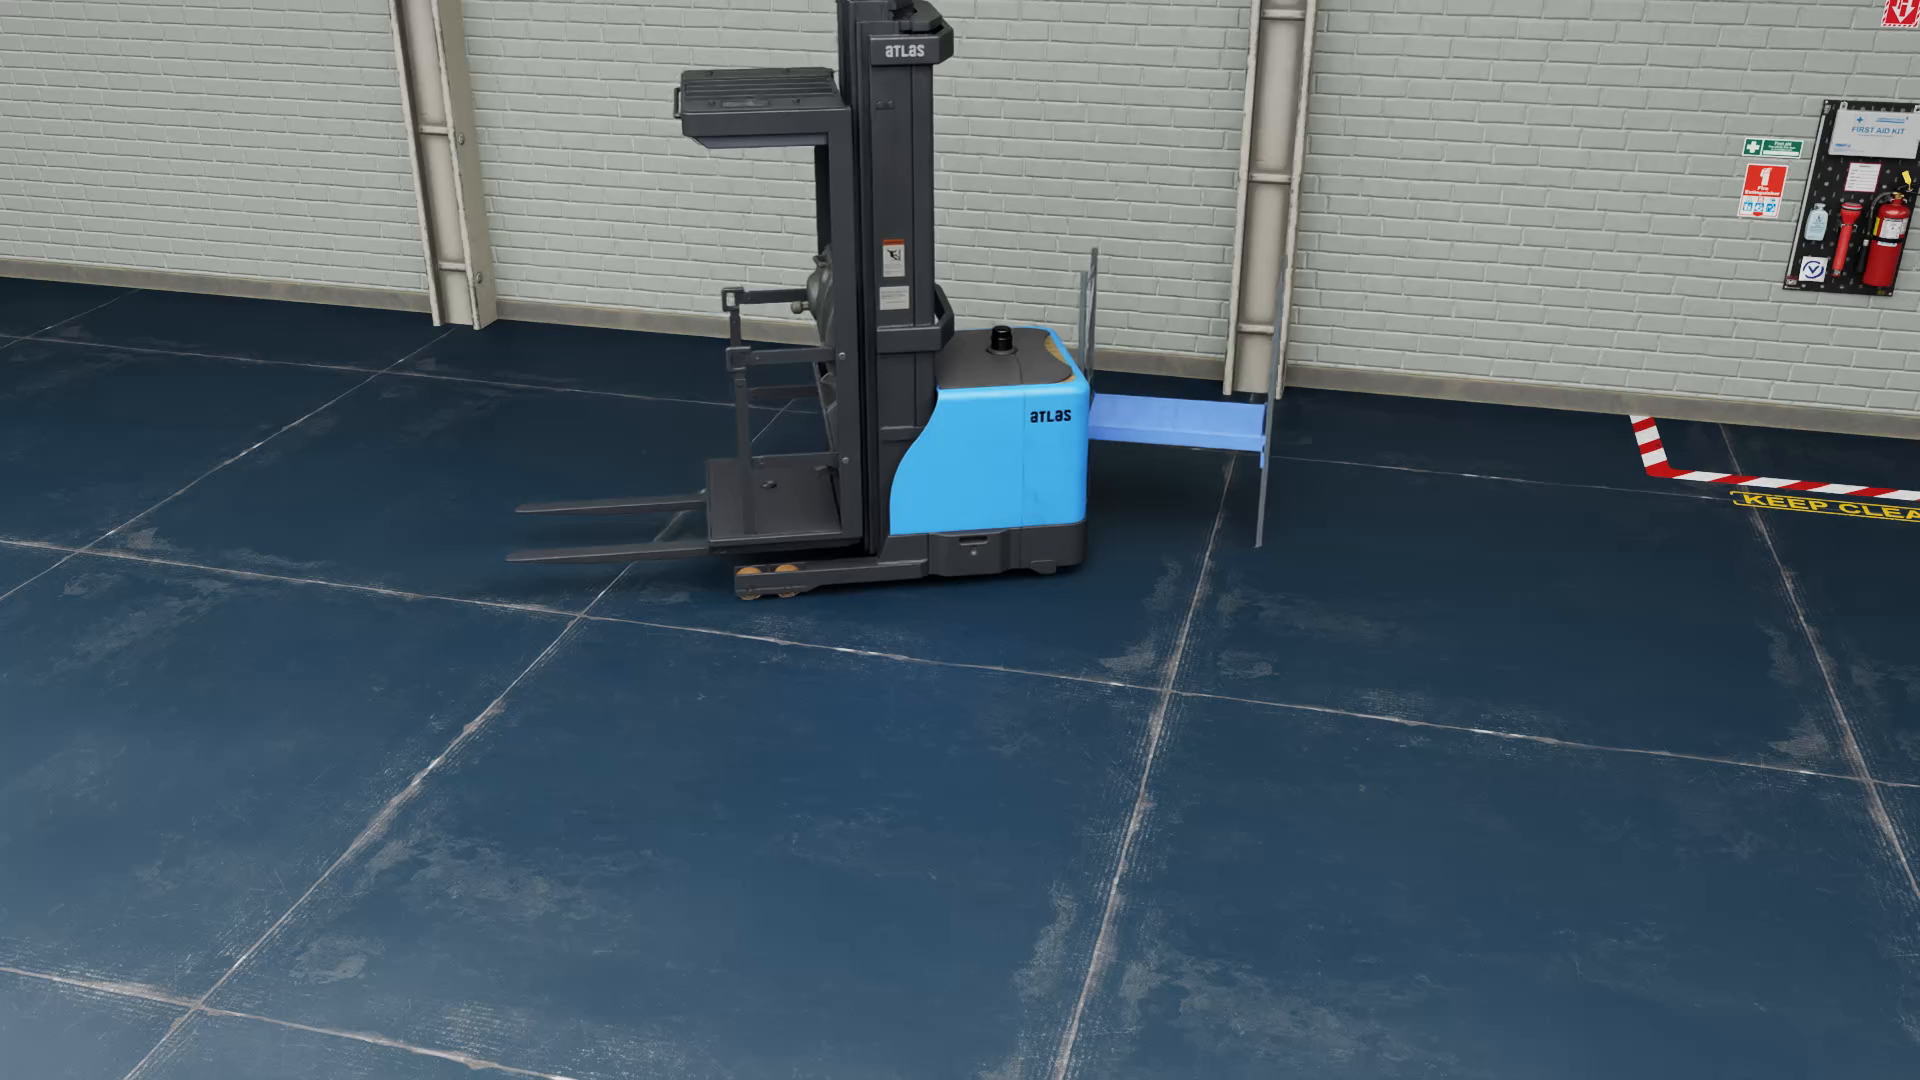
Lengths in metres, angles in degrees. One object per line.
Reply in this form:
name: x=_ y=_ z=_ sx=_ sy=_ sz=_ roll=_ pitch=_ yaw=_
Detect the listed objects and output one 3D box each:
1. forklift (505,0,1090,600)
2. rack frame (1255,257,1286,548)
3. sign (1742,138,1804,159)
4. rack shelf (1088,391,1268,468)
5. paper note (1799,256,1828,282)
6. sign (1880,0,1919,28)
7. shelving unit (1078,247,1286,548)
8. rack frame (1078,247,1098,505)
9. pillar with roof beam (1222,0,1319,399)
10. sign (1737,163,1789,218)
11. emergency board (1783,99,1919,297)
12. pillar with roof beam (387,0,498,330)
forklift: x=-0.884 y=-1.257 z=8.481 sx=3.031 sy=2.935 sz=1.130 roll=-4 pitch=26 yaw=-8
rack frame: x=1.692 y=-0.741 z=9.062 sx=0.032 sy=1.500 sz=0.500 roll=5 pitch=26 yaw=10
sign: x=4.940 y=-2.383 z=10.107 sx=0.331 sy=0.109 sz=0.001 roll=6 pitch=26 yaw=13
rack shelf: x=1.193 y=-0.621 z=9.228 sx=1.000 sy=0.185 sz=0.538 roll=5 pitch=26 yaw=10
paper note: x=5.293 y=-1.679 z=10.312 sx=0.142 sy=0.148 sz=0.016 roll=6 pitch=26 yaw=13
sign: x=5.464 y=-3.118 z=9.614 sx=0.199 sy=0.298 sz=0.001 roll=6 pitch=26 yaw=13
shelving unit: x=1.193 y=-0.784 z=9.151 sx=1.048 sy=1.500 sz=0.538 roll=5 pitch=26 yaw=10
rack frame: x=0.695 y=-0.826 z=9.240 sx=0.032 sy=1.500 sz=0.500 roll=5 pitch=26 yaw=10
pillar with roof beam: x=0.948 y=-3.308 z=5.729 sx=0.400 sy=9.000 sz=9.100 roll=6 pitch=26 yaw=13
sign: x=4.938 y=-2.148 z=10.230 sx=0.234 sy=0.329 sz=0.001 roll=6 pitch=26 yaw=13
emergency board: x=5.447 y=-2.029 z=10.023 sx=0.643 sy=1.169 sz=0.194 roll=6 pitch=26 yaw=13
pillar with roof beam: x=-4.863 y=-3.950 z=7.078 sx=0.400 sy=9.000 sz=9.100 roll=6 pitch=26 yaw=13
